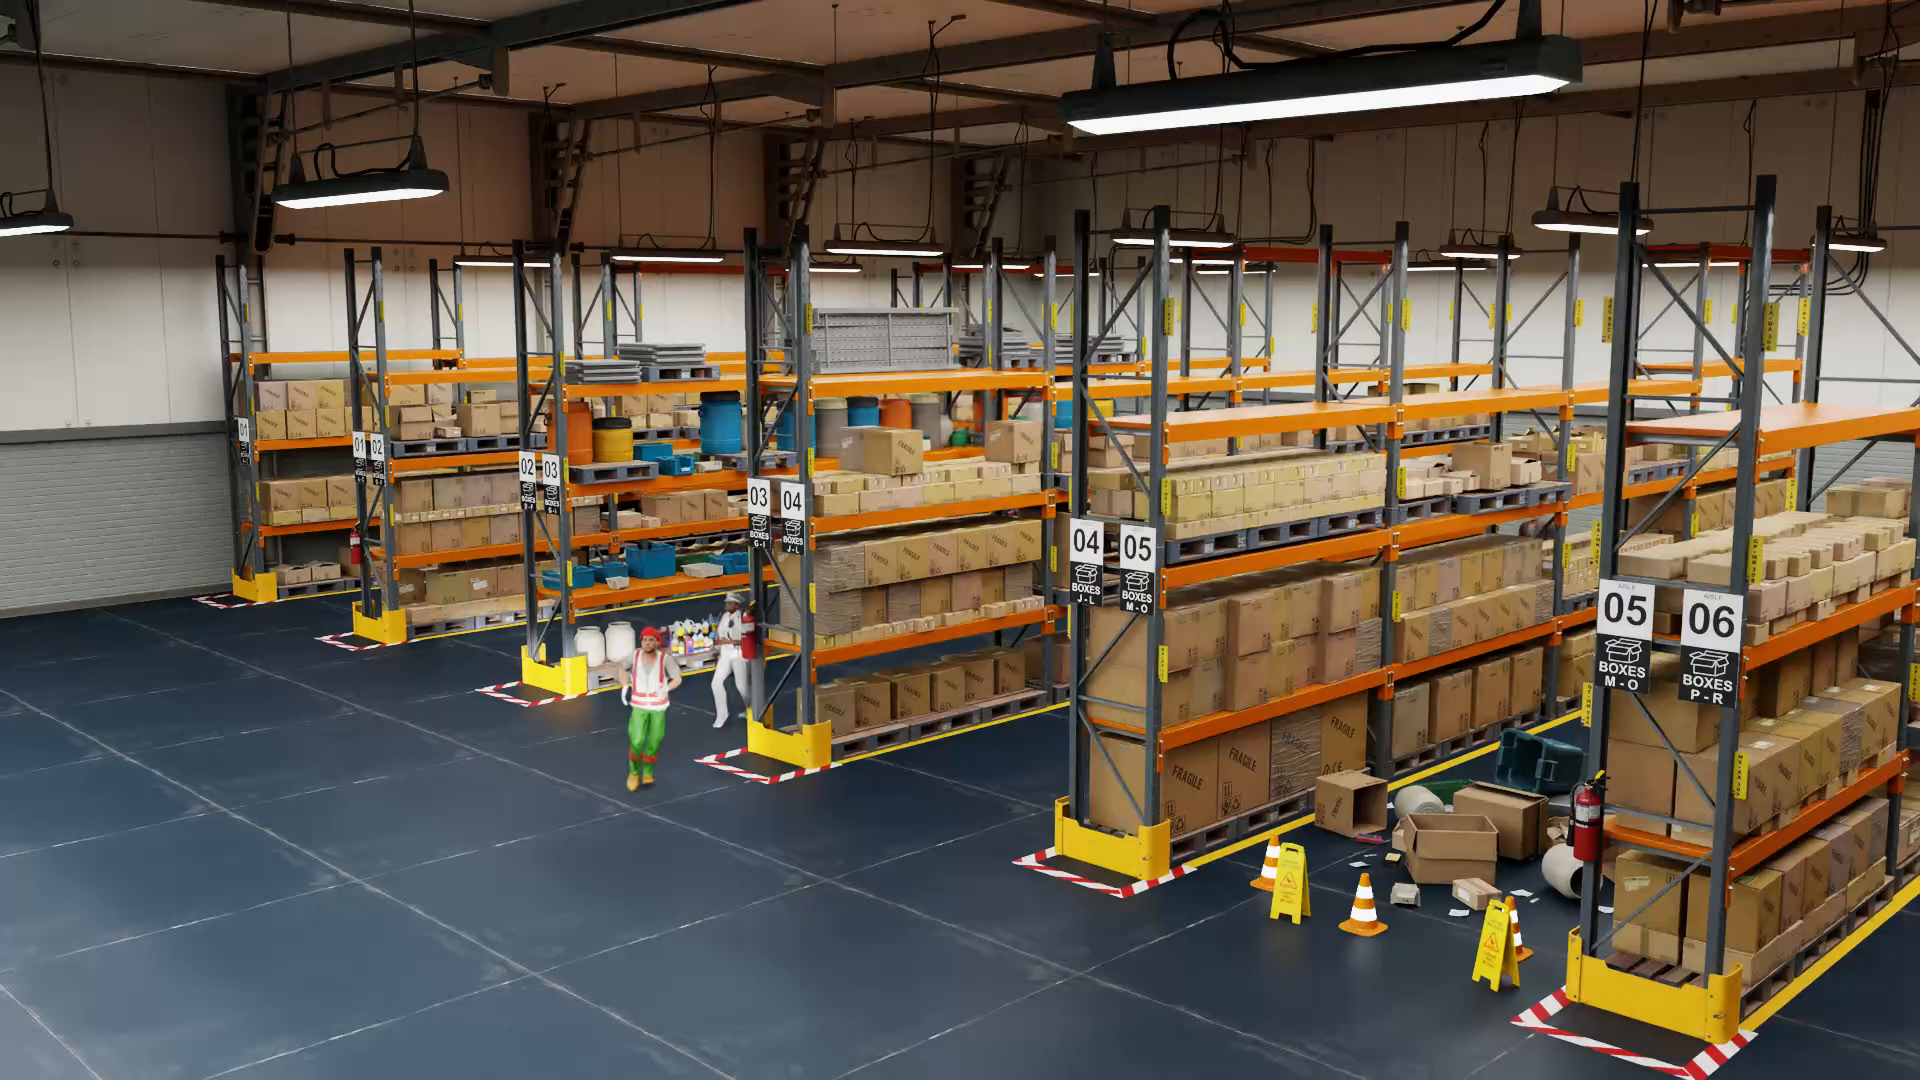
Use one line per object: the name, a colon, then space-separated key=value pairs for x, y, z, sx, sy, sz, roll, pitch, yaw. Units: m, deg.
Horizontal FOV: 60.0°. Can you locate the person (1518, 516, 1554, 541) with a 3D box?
person: x=9.699 y=0.330 z=28.140 sx=0.712 sy=1.785 sz=0.744 roll=6 pitch=10 yaw=38

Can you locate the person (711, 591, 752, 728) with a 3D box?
person: x=-2.737 y=1.476 z=20.449 sx=0.562 sy=1.742 sz=0.745 roll=6 pitch=10 yaw=37

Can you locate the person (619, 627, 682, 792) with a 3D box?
person: x=-3.291 y=1.794 z=17.692 sx=0.665 sy=1.775 sz=0.654 roll=-1 pitch=8 yaw=-7
